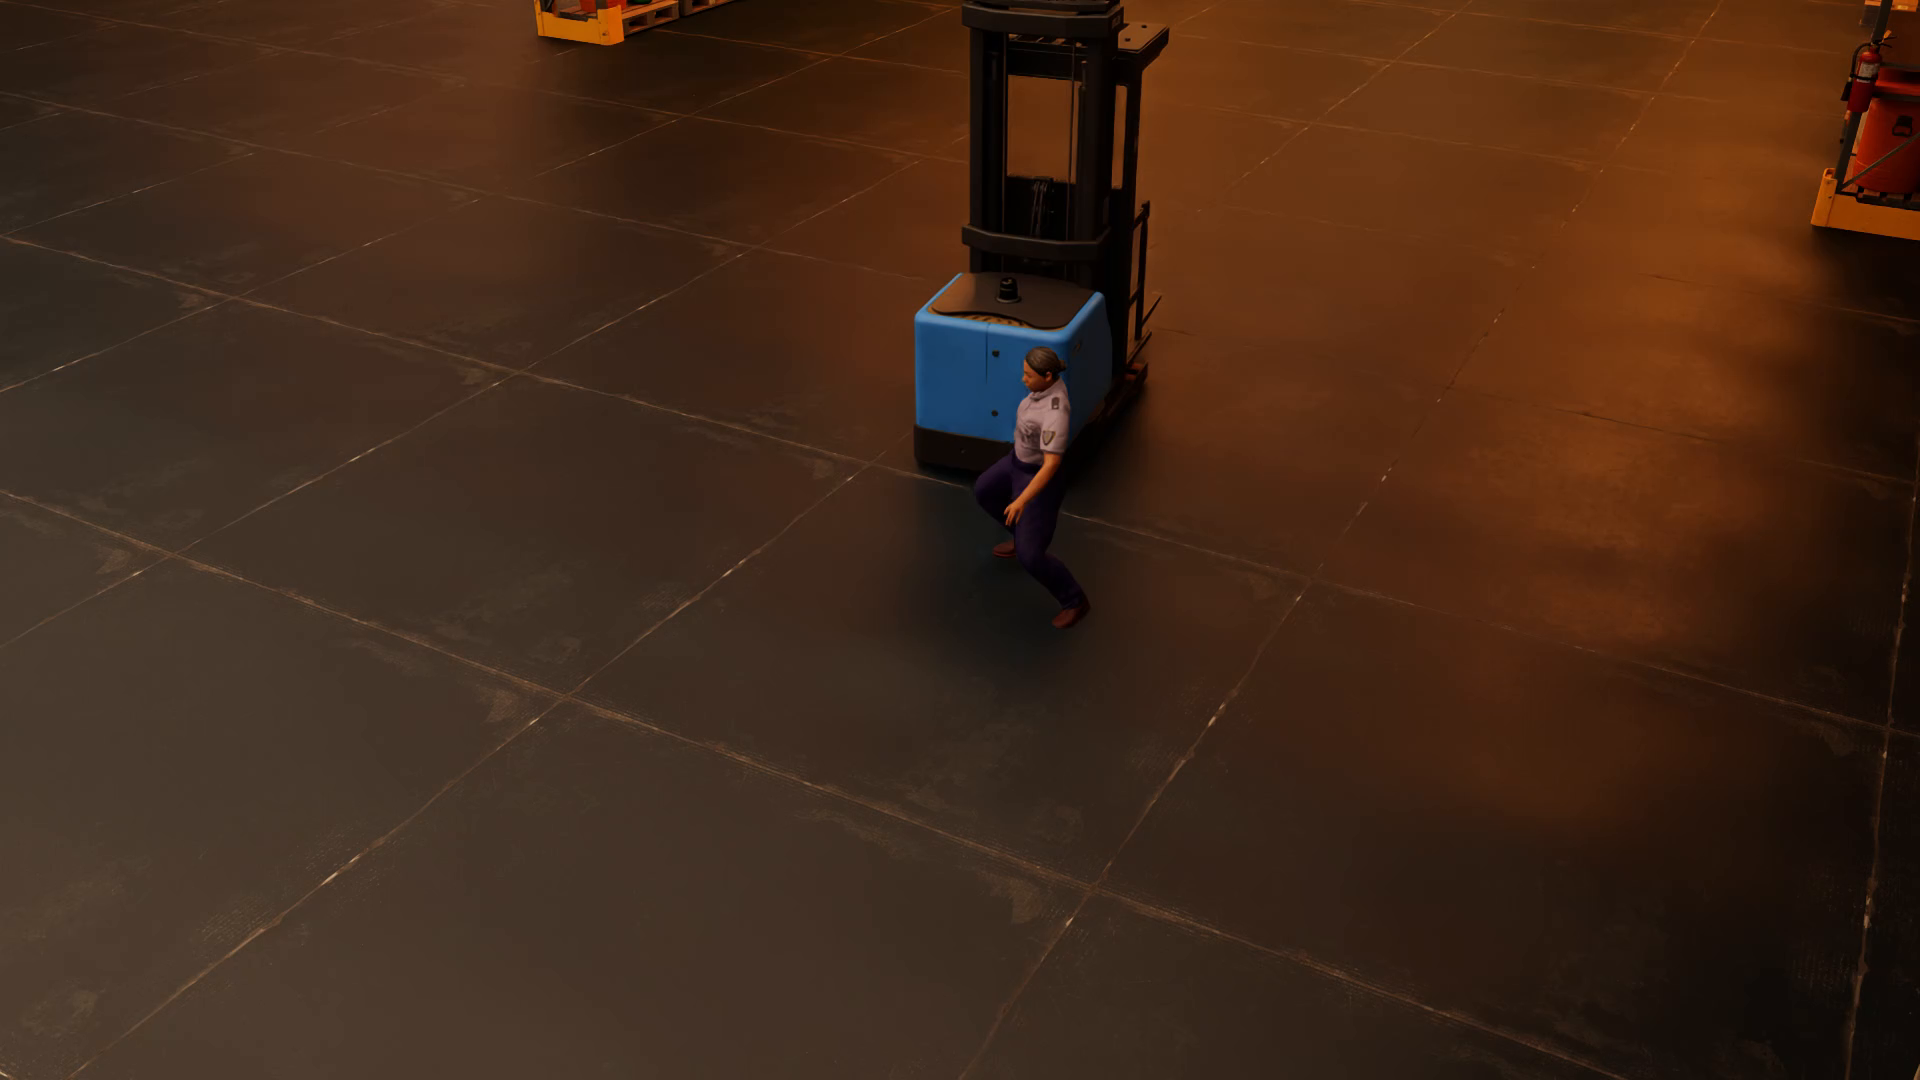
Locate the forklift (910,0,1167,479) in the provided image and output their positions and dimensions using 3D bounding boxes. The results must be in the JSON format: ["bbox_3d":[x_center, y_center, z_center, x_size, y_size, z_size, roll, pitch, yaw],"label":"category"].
[{"bbox_3d":[0.684,-2.318,11.087,1.130,2.935,3.031,11,32,18],"label":"forklift"}]

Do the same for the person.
[{"bbox_3d":[0.461,-0.379,9.129,0.545,1.562,0.850,1,30,2],"label":"person"}]
